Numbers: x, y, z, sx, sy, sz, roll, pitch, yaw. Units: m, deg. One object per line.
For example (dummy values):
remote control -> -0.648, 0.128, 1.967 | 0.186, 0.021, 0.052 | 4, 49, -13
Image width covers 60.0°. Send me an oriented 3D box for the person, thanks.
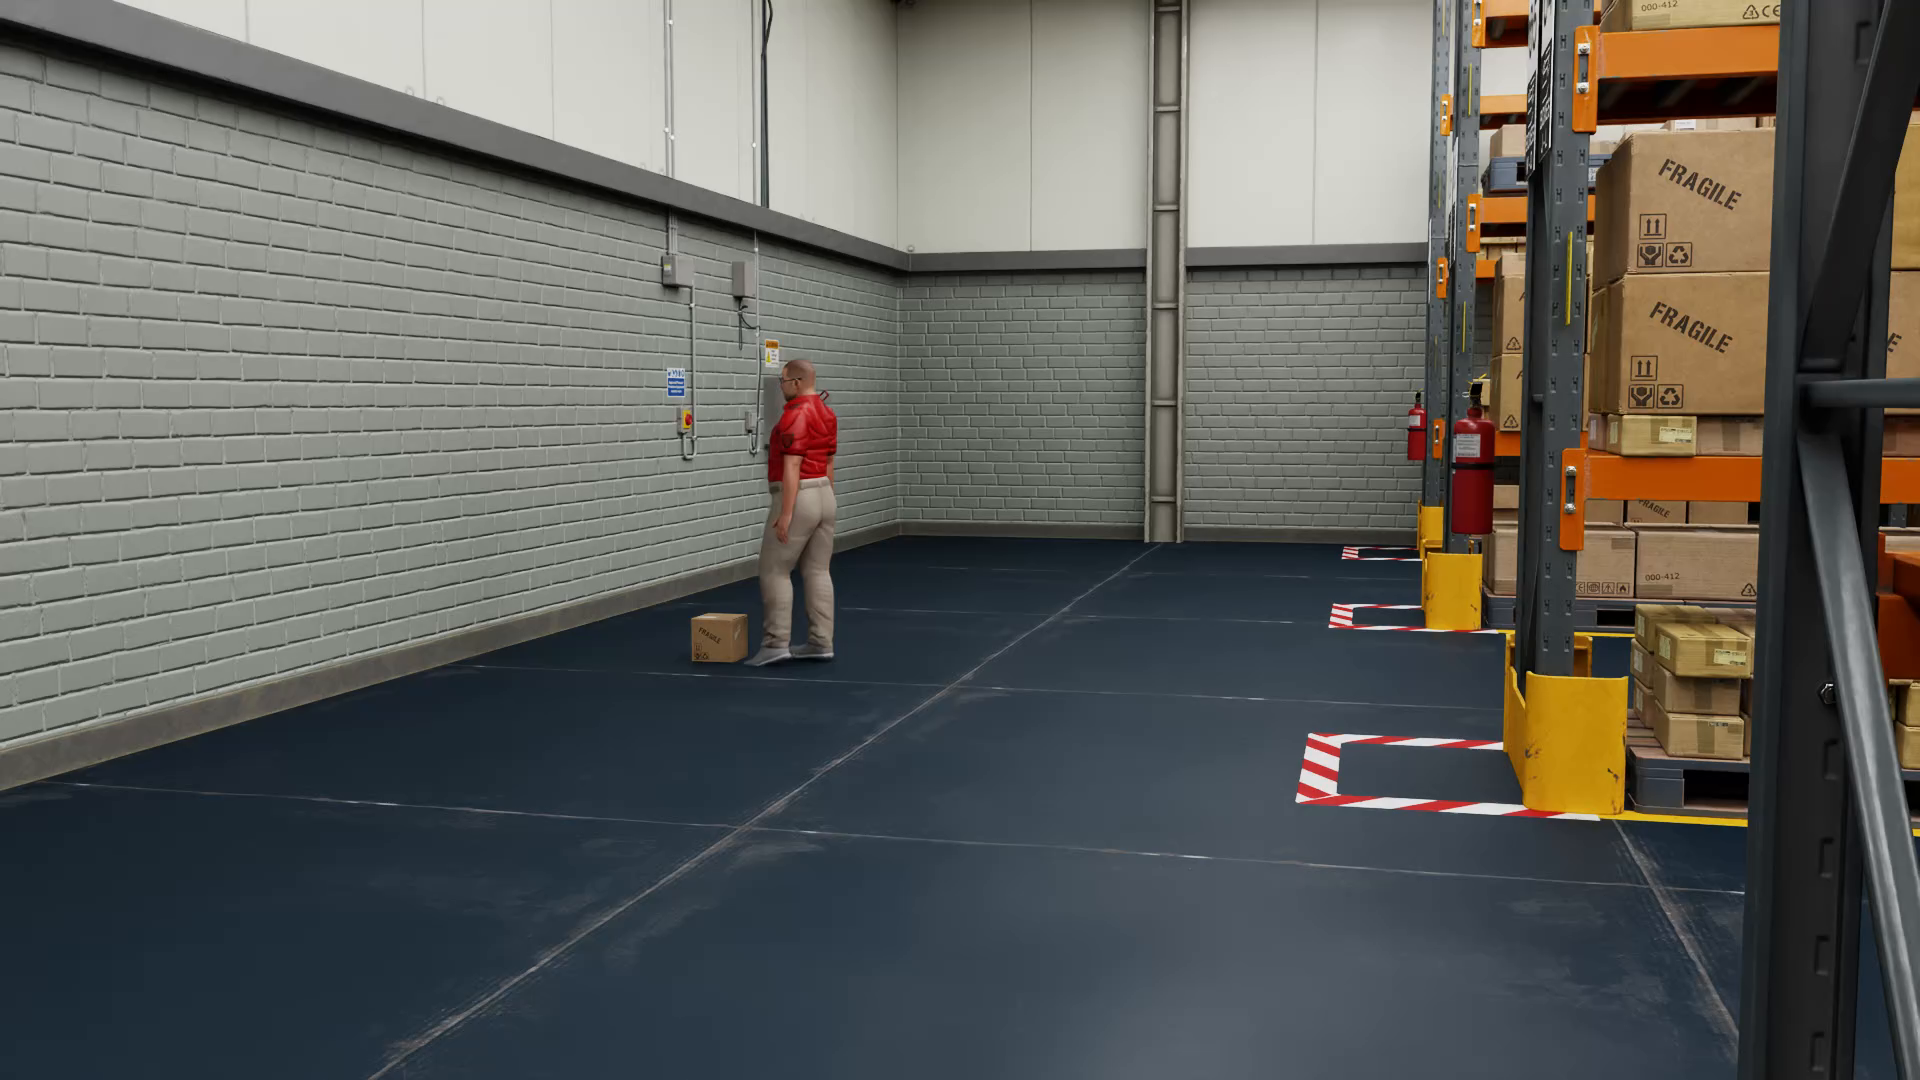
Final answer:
person -> -0.913, -0.134, 9.470 | 0.389, 1.701, 0.547 | 1, 5, 15
